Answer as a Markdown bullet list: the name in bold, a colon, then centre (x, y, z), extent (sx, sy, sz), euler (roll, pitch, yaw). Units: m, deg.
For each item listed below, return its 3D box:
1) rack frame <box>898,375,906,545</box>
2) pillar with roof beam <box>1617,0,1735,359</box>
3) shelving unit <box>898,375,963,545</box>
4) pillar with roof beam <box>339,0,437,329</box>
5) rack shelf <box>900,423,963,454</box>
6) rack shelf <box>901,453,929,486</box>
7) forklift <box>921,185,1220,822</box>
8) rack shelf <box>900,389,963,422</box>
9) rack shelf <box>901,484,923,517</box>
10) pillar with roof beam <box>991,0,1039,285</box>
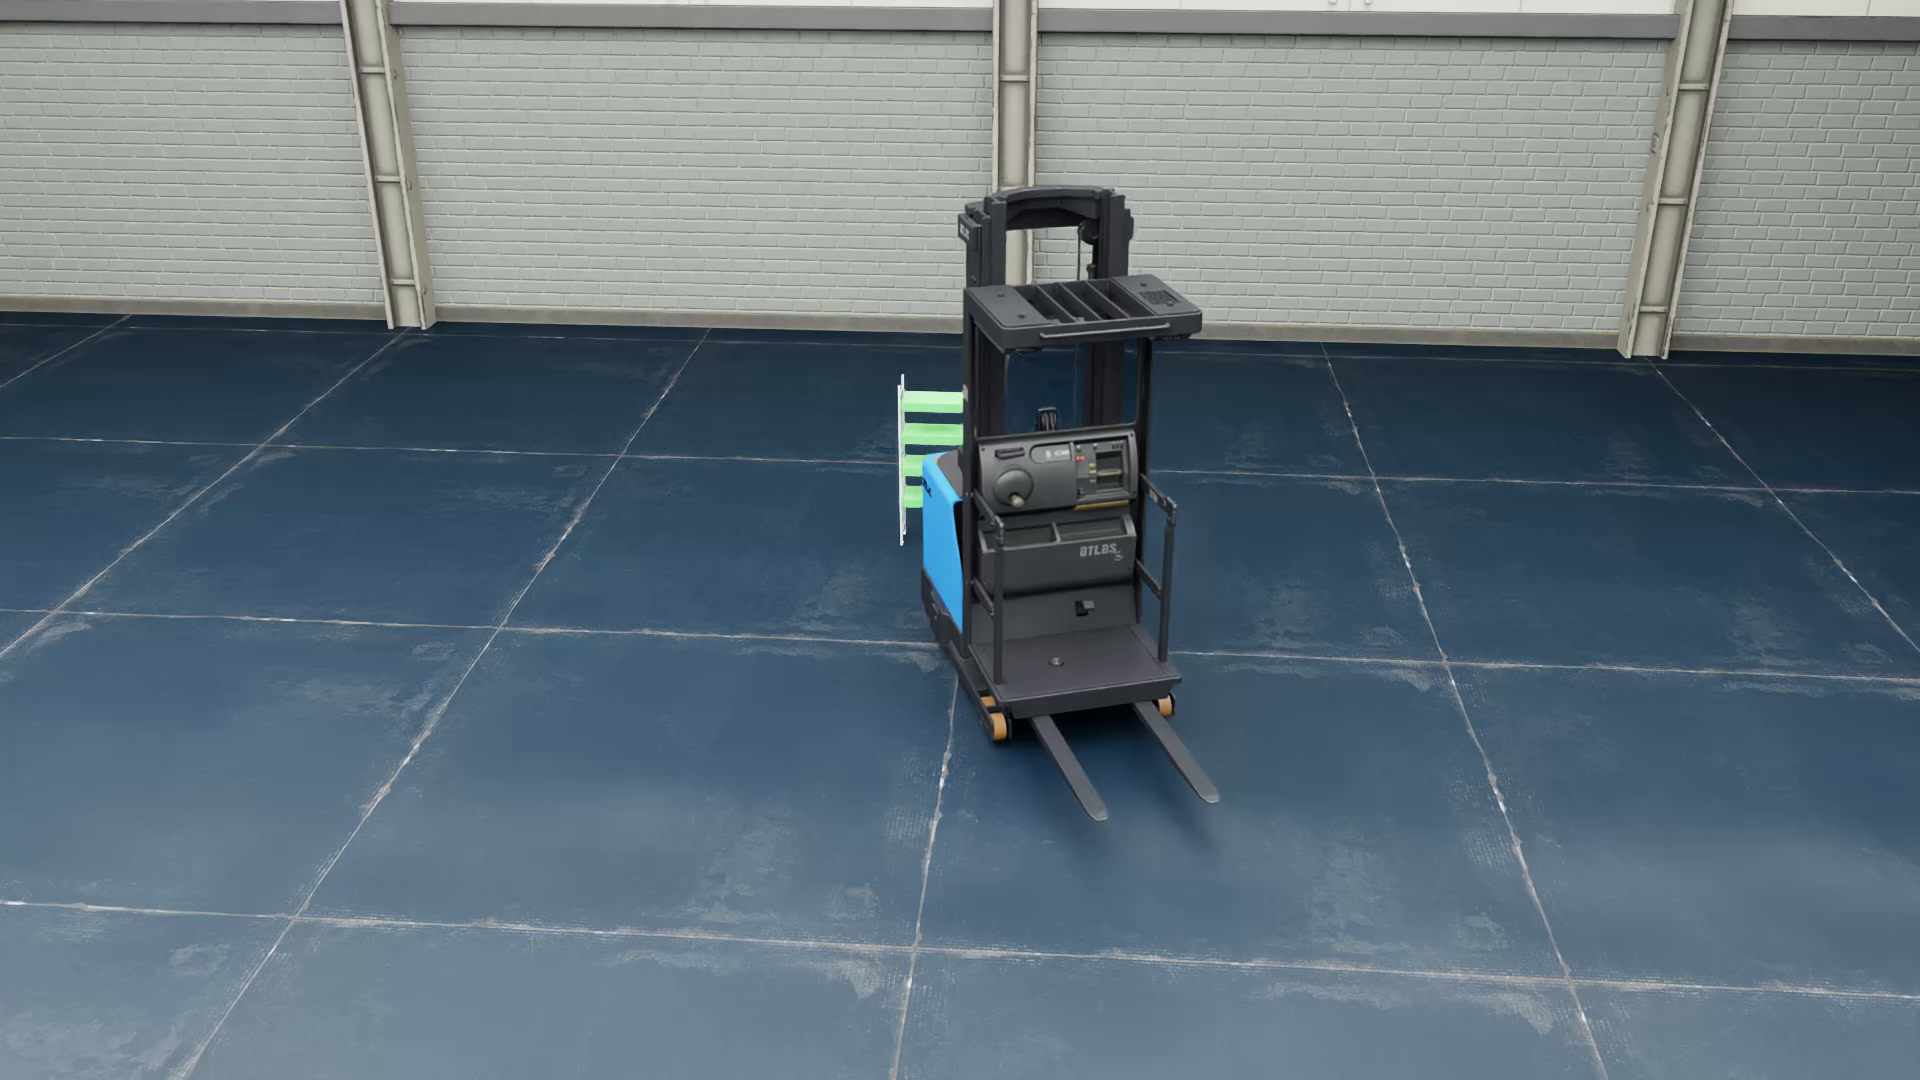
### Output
- **rack frame**: centre (-0.408, -0.558, 11.739), extent (0.015, 1.200, 0.240), euler (2, 25, 4)
- **pillar with roof beam**: centre (6.156, -4.070, 10.041), extent (0.400, 9.000, 9.100), euler (2, 25, 4)
- **shelving unit**: centre (-0.165, -0.550, 11.722), extent (0.503, 1.200, 0.258), euler (2, 25, 4)
- **pillar with roof beam**: centre (-5.809, -4.454, 10.876), extent (0.400, 9.000, 9.100), euler (2, 25, 4)
- **rack shelf**: centre (-0.165, -0.710, 11.648), extent (0.480, 0.148, 0.258), euler (2, 25, 4)
- **rack shelf**: centre (-0.165, -0.492, 11.749), extent (0.480, 0.148, 0.258), euler (2, 25, 4)
- **forklift**: centre (0.619, -0.363, 9.245), extent (1.130, 2.935, 3.031), euler (-6, 25, -14)
- **rack shelf**: centre (-0.165, -0.928, 11.548), extent (0.480, 0.148, 0.258), euler (2, 25, 4)
- **rack shelf**: centre (-0.165, -0.274, 11.849), extent (0.480, 0.148, 0.258), euler (2, 25, 4)
- **pillar with roof beam**: centre (0.173, -4.262, 10.459), extent (0.400, 9.000, 9.100), euler (2, 25, 4)
